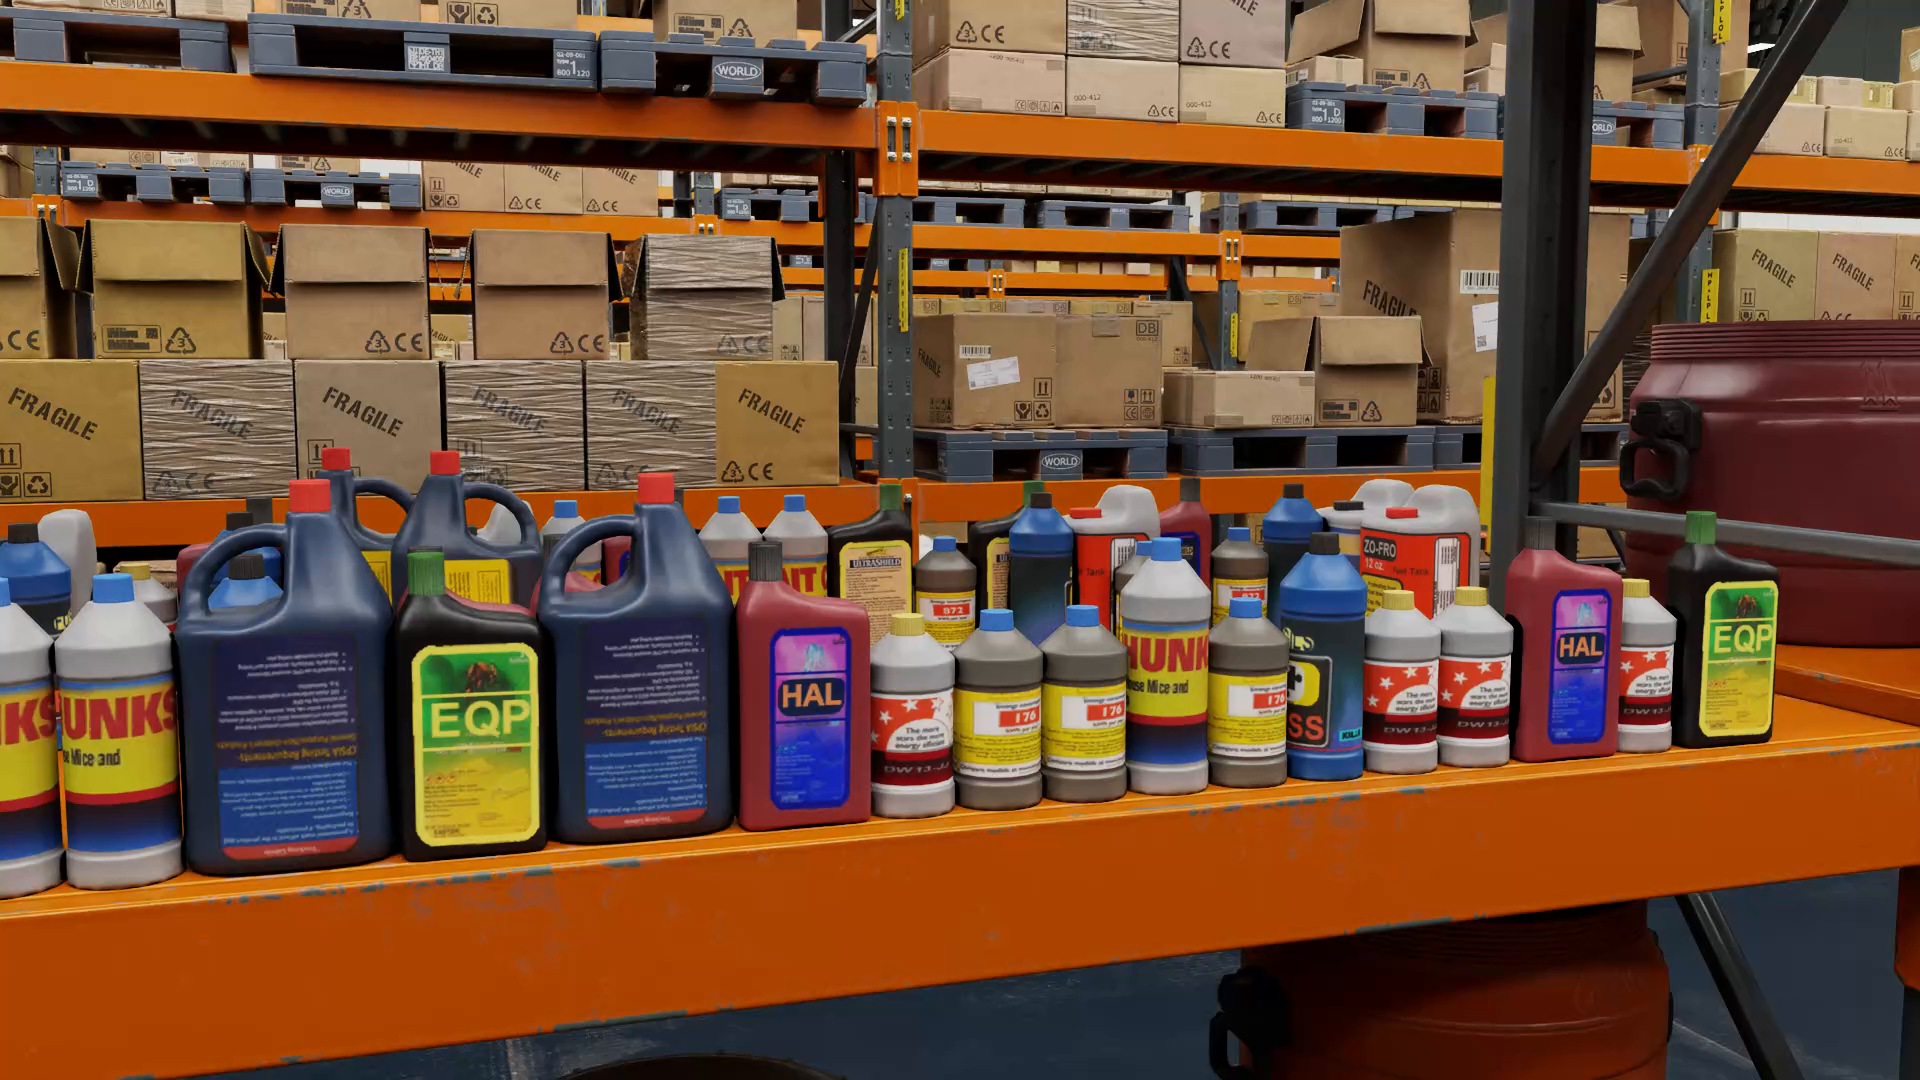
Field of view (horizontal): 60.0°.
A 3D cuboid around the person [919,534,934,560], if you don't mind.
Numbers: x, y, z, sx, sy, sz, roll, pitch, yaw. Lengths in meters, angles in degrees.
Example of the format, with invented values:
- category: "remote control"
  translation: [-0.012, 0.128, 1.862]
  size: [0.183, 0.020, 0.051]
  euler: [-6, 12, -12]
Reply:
- category: "person"
  translation: [-0.187, 0.363, 8.916]
  size: [0.932, 1.020, 0.533]
  euler: [-2, 6, -20]
